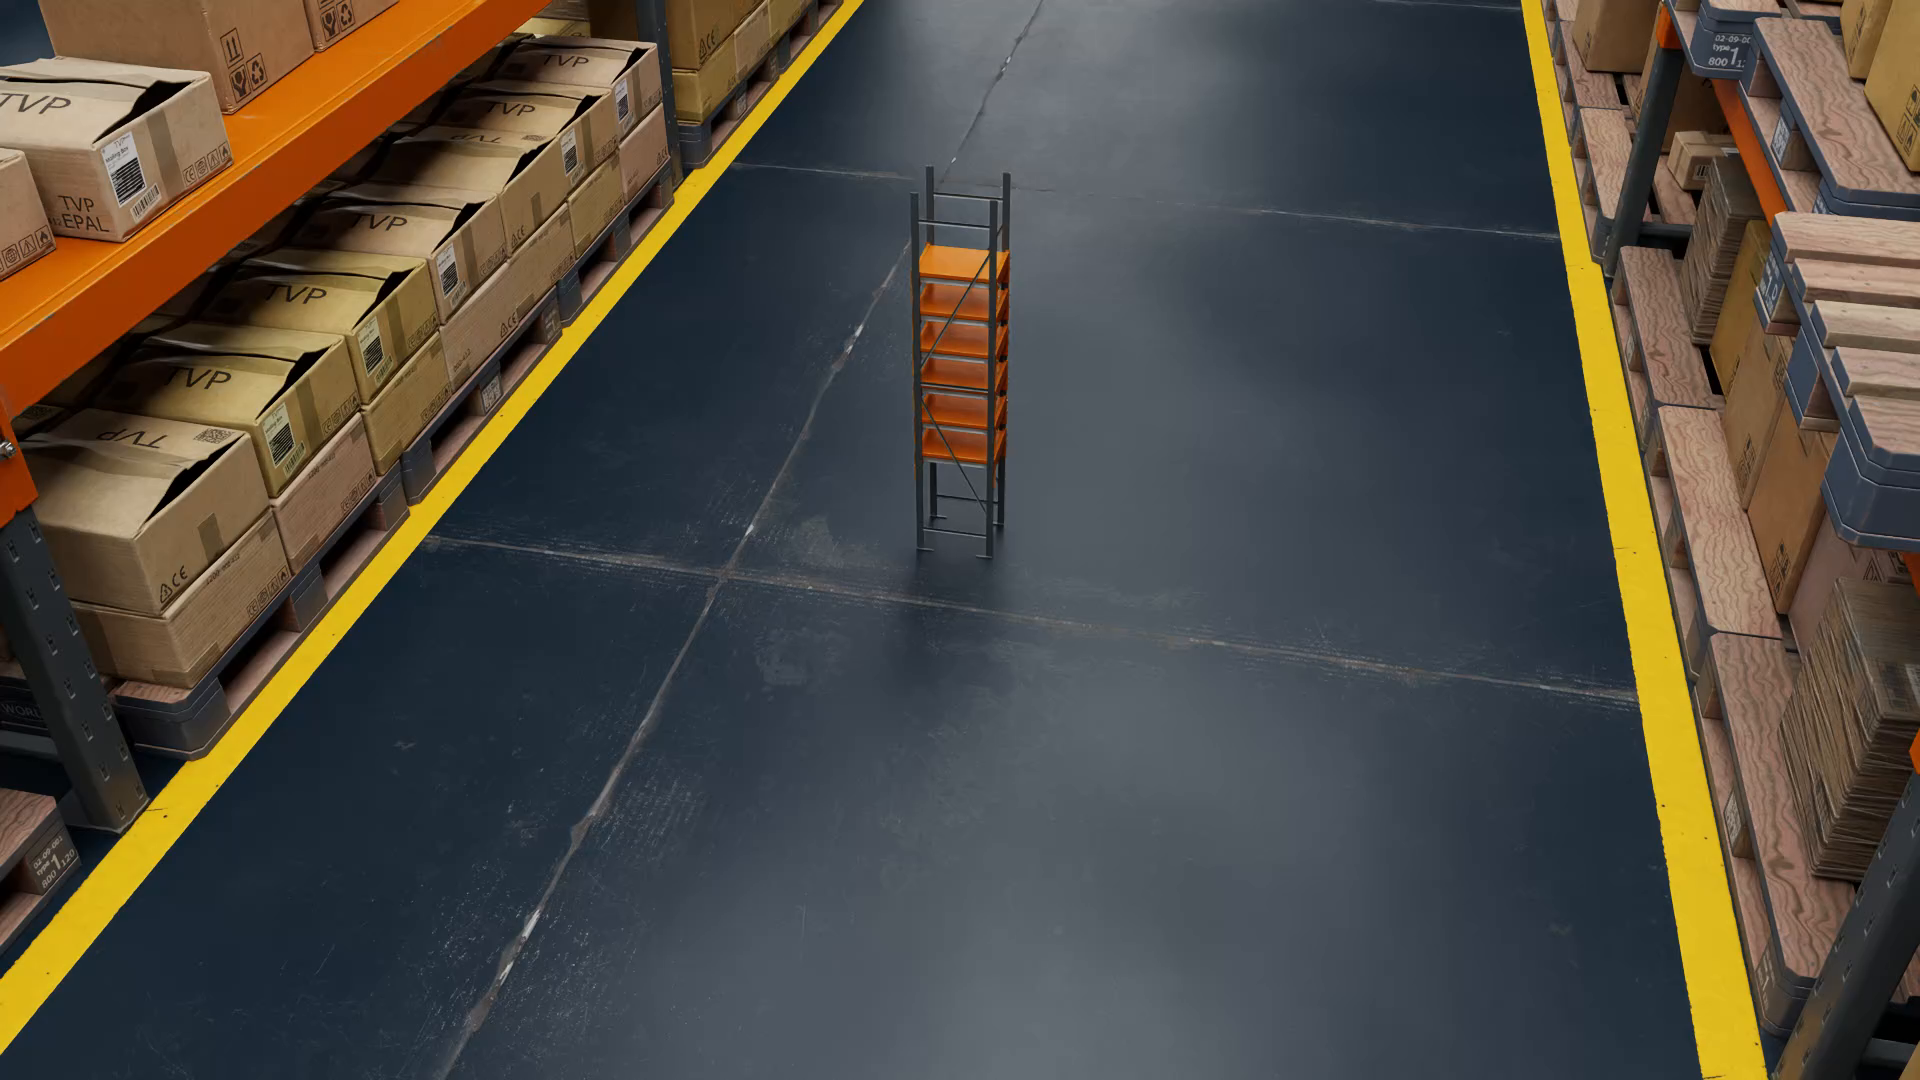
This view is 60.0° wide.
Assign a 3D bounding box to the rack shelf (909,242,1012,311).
[{"bbox_3d":[0.003,-0.750,4.724,0.258,0.103,0.180,7,37,10],"label":"rack shelf"}]

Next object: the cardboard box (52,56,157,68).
[{"bbox_3d":[-2.380,-1.197,4.560,0.380,0.149,0.250,10,37,13],"label":"cardboard box"}]

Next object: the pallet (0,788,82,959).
[{"bbox_3d":[-2.794,0.992,3.702,1.003,0.211,1.213,7,37,10],"label":"pallet"}]

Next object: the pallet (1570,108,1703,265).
[{"bbox_3d":[3.206,-1.496,7.134,1.003,0.211,1.213,7,37,10],"label":"pallet"}]

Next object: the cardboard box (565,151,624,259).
[{"bbox_3d":[-1.658,-1.347,6.537,0.500,0.250,0.500,7,36,9],"label":"cardboard box"}]

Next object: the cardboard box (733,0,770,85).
[{"bbox_3d":[-1.236,-2.425,8.024,0.500,0.250,0.500,7,37,10],"label":"cardboard box"}]

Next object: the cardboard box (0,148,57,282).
[{"bbox_3d":[-2.477,-0.728,3.774,0.500,0.311,0.500,10,37,13],"label":"cardboard box"}]

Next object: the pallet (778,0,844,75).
[{"bbox_3d":[-1.274,-2.877,9.040,1.003,0.211,1.213,7,37,10],"label":"pallet"}]

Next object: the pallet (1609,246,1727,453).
[{"bbox_3d":[2.933,-0.660,5.980,1.003,0.211,1.213,7,37,10],"label":"pallet"}]

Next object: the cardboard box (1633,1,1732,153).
[{"bbox_3d":[3.280,-2.001,7.210,0.500,0.500,0.500,5,36,6],"label":"cardboard box"}]

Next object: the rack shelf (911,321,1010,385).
[{"bbox_3d":[0.003,-0.555,4.865,0.258,0.103,0.180,7,37,10],"label":"rack shelf"}]

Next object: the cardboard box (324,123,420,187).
[{"bbox_3d":[-2.296,-1.349,6.062,0.500,0.311,0.500,6,36,8],"label":"cardboard box"}]

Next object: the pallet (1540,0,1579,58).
[{"bbox_3d":[3.727,-2.894,9.064,1.003,0.211,1.213,7,37,10],"label":"pallet"}]

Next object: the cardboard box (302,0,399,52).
[{"bbox_3d":[-2.142,-1.867,5.185,0.500,0.500,0.500,7,37,10],"label":"cardboard box"}]

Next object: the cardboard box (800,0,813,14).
[{"bbox_3d":[-1.023,-2.998,8.816,0.500,0.250,0.500,7,37,10],"label":"cardboard box"}]

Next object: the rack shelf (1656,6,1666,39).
[{"bbox_3d":[3.525,-3.091,7.571,1.077,0.370,4.000,7,37,10],"label":"rack shelf"}]

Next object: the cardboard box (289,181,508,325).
[{"bbox_3d":[-1.874,-0.997,5.577,0.500,0.311,0.500,7,36,9],"label":"cardboard box"}]

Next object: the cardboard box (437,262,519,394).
[{"bbox_3d":[-1.877,-0.762,5.730,0.500,0.250,0.500,8,37,11],"label":"cardboard box"}]

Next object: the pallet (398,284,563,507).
[{"bbox_3d":[-2.120,-0.596,5.893,1.003,0.211,1.213,7,37,10],"label":"pallet"}]

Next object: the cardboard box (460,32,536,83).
[{"bbox_3d":[-2.074,-1.932,6.867,0.500,0.311,0.500,7,37,10],"label":"cardboard box"}]

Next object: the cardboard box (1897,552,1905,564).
[{"bbox_3d":[2.529,-0.150,4.017,0.500,0.250,0.500,8,37,11],"label":"cardboard box"}]

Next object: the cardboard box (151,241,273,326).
[{"bbox_3d":[-2.511,-0.764,5.255,0.500,0.311,0.500,7,37,10],"label":"cardboard box"}]

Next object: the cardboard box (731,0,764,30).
[{"bbox_3d":[-1.239,-2.729,7.805,0.500,0.500,0.500,7,37,10],"label":"cardboard box"}]

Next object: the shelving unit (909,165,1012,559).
[{"bbox_3d":[0.003,-0.494,4.909,0.258,1.200,0.189,7,37,10],"label":"shelving unit"}]

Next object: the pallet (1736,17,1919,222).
[{"bbox_3d":[2.626,-1.004,4.243,1.003,0.211,1.213,7,37,10],"label":"pallet"}]

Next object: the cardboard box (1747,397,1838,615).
[{"bbox_3d":[2.648,-0.096,4.582,0.700,0.500,0.500,7,37,10],"label":"cardboard box"}]

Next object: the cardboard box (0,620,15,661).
[{"bbox_3d":[-2.723,0.050,4.610,0.500,0.250,0.500,8,37,11],"label":"cardboard box"}]

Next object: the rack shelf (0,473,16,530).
[{"bbox_3d":[-3.024,0.877,2.097,1.077,0.370,4.000,7,37,10],"label":"rack shelf"}]

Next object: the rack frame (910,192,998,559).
[{"bbox_3d":[-0.016,-0.442,4.837,0.240,1.200,0.006,7,37,10],"label":"rack frame"}]

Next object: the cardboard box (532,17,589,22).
[{"bbox_3d":[-1.741,-2.489,8.114,0.500,0.250,0.500,7,37,10],"label":"cardboard box"}]

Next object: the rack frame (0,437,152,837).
[{"bbox_3d":[-2.597,-0.561,3.468,1.000,3.000,0.127,7,37,10],"label":"rack frame"}]

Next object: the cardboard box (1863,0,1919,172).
[{"bbox_3d":[2.578,-1.148,3.818,0.700,0.500,0.500,7,37,10],"label":"cardboard box"}]

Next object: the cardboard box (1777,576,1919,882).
[{"bbox_3d":[2.346,0.473,3.797,0.700,0.500,0.500,8,37,11],"label":"cardboard box"}]

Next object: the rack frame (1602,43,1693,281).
[{"bbox_3d":[3.097,-2.235,5.778,1.000,3.000,0.127,7,37,10],"label":"rack frame"}]

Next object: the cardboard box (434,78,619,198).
[{"bbox_3d":[-1.654,-1.571,6.368,0.500,0.311,0.500,8,37,11],"label":"cardboard box"}]

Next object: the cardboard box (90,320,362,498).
[{"bbox_3d":[-2.094,-0.410,4.767,0.500,0.311,0.500,6,36,9],"label":"cardboard box"}]

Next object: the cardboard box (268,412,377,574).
[{"bbox_3d":[-2.092,-0.169,4.913,0.500,0.250,0.500,6,36,9],"label":"cardboard box"}]

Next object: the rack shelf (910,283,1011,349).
[{"bbox_3d":[0.003,-0.652,4.795,0.258,0.103,0.180,7,37,10],"label":"rack shelf"}]

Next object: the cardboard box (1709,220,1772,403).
[{"bbox_3d":[2.895,-0.675,5.380,0.700,0.500,0.500,7,36,9],"label":"cardboard box"}]

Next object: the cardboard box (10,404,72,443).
[{"bbox_3d":[-2.726,-0.176,4.444,0.500,0.311,0.500,8,37,11],"label":"cardboard box"}]
